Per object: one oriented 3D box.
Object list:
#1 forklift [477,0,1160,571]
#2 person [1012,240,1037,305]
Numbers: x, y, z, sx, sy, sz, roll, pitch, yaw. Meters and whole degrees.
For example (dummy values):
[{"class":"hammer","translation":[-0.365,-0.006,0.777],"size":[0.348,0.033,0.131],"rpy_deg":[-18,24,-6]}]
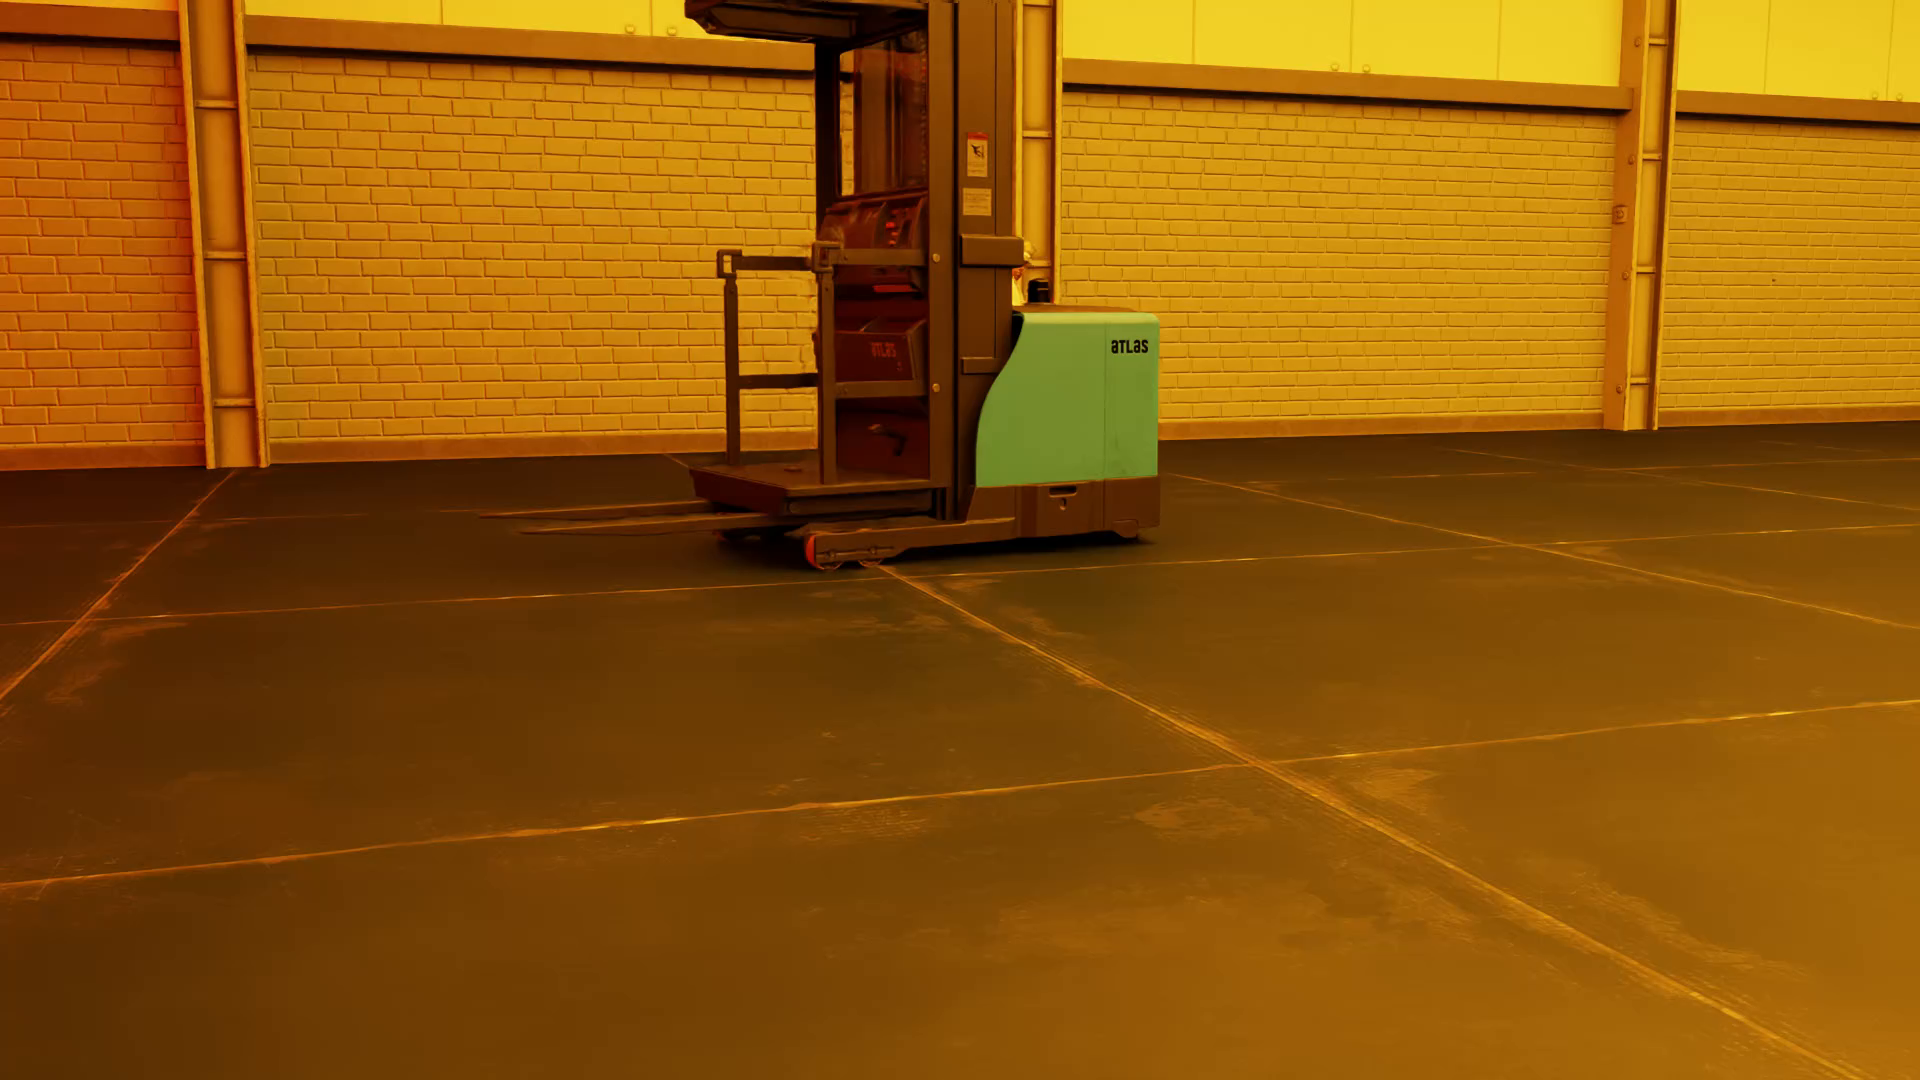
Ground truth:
[{"class":"forklift","translation":[-0.581,-1.404,7.370],"size":[3.031,2.935,1.130],"rpy_deg":[-5,9,-31]},{"class":"person","translation":[0.402,-1.118,10.521],"size":[0.779,1.552,0.704],"rpy_deg":[-5,9,-32]}]
